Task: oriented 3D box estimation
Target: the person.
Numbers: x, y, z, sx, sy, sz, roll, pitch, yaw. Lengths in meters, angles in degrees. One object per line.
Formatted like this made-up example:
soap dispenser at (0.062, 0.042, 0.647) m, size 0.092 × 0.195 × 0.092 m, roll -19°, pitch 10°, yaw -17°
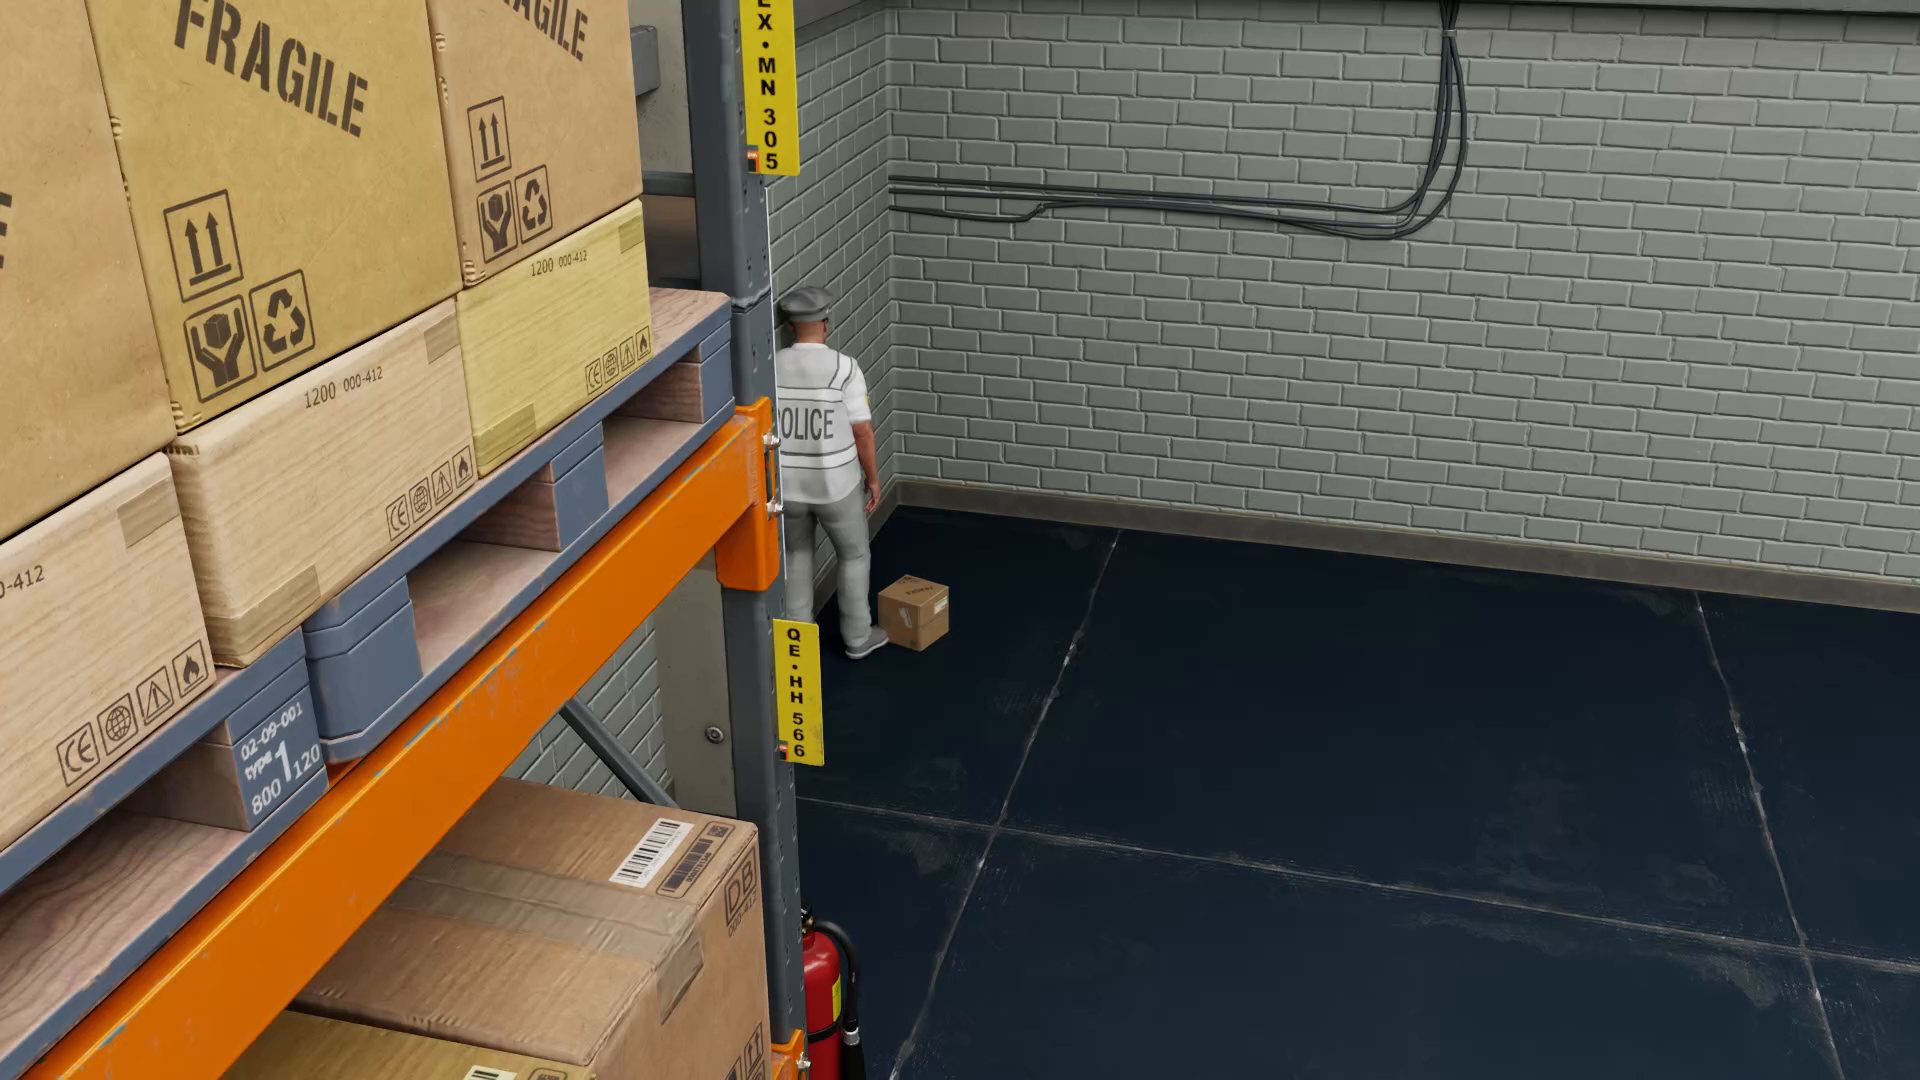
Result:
person at (-0.658, -0.271, 7.678) m, size 0.601 × 1.747 × 0.440 m, roll 5°, pitch 26°, yaw 10°
